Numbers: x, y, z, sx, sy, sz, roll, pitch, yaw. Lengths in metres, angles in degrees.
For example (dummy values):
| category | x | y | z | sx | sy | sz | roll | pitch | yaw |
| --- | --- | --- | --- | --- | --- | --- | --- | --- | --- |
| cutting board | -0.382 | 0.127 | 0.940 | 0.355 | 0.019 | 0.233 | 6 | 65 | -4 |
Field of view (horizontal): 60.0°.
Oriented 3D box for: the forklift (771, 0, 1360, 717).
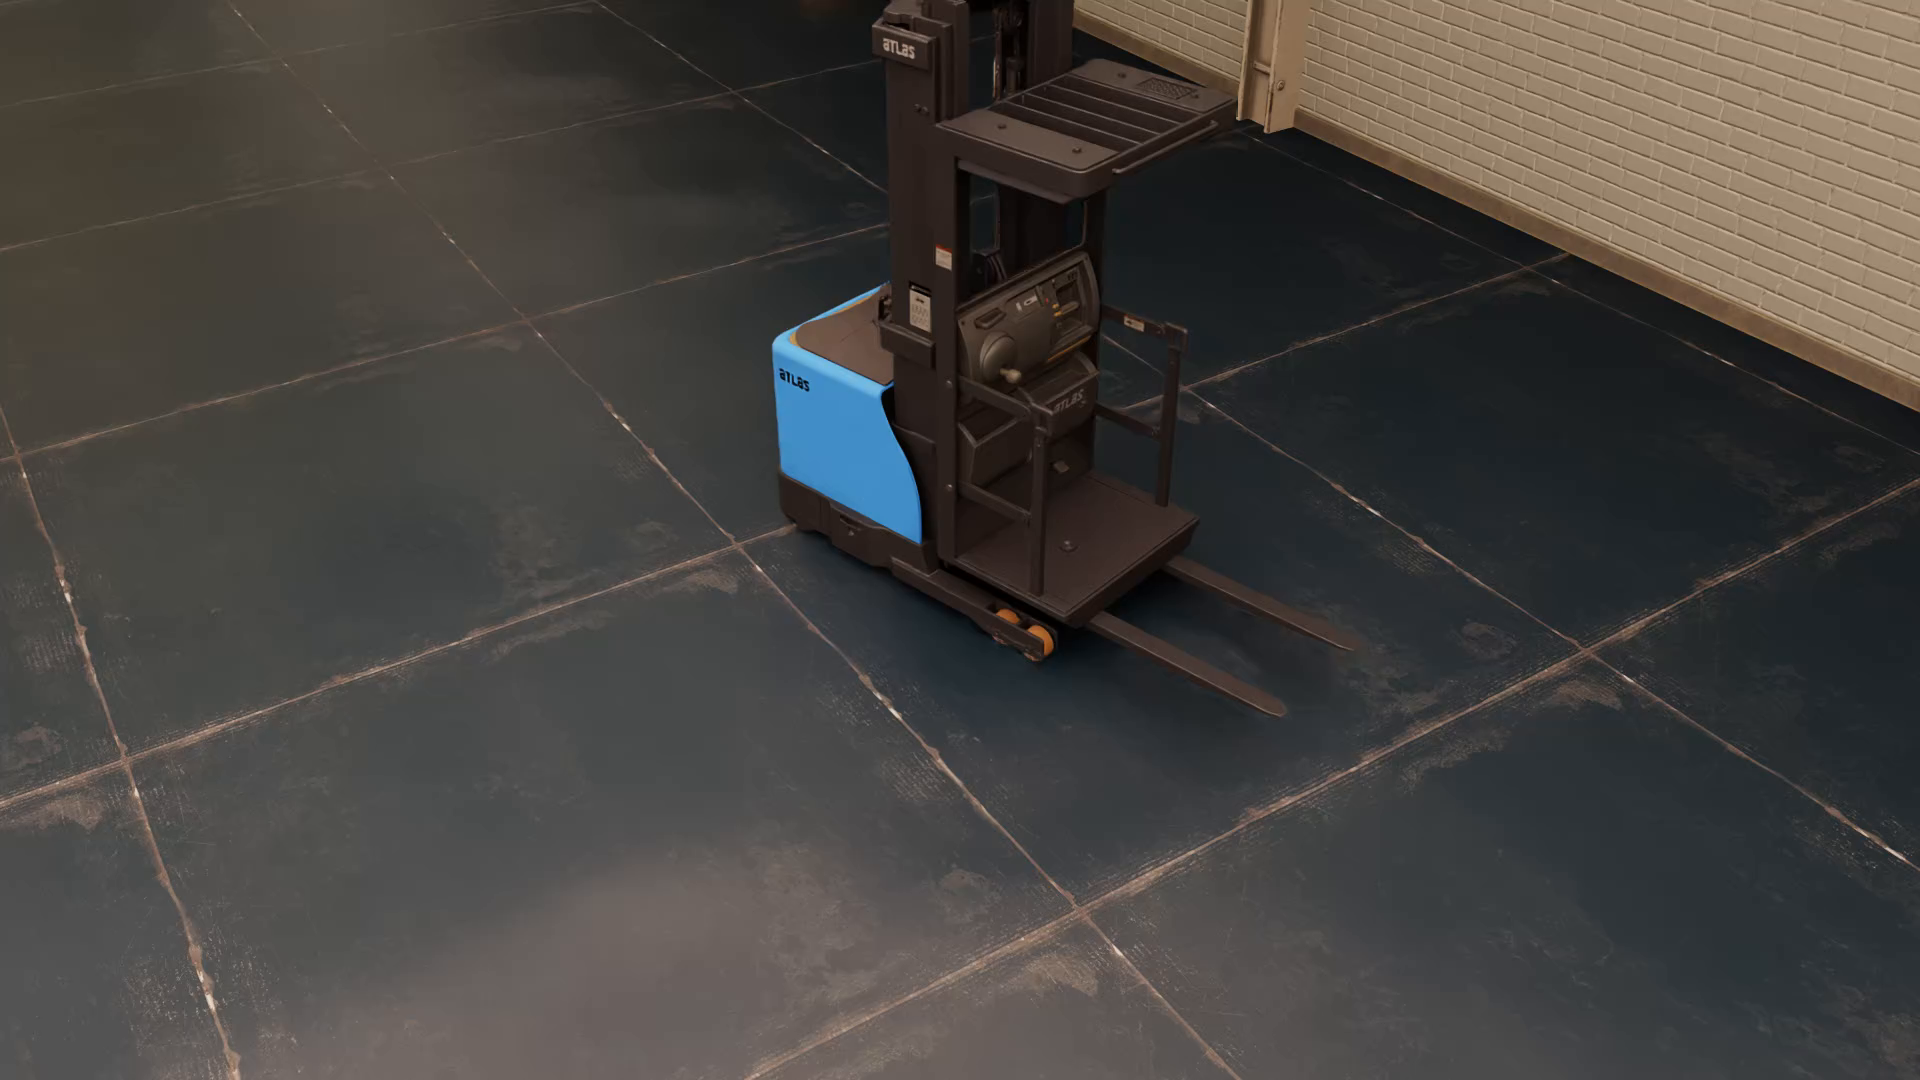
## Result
| category | x | y | z | sx | sy | sz | roll | pitch | yaw |
| --- | --- | --- | --- | --- | --- | --- | --- | --- | --- |
| forklift | 0.482 | -0.969 | 7.527 | 3.031 | 2.935 | 1.130 | 27 | 43 | 33 |

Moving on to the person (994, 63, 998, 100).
| category | x | y | z | sx | sy | sz | roll | pitch | yaw |
| --- | --- | --- | --- | --- | --- | --- | --- | --- | --- |
| person | 0.387 | -2.555 | 10.792 | 0.365 | 1.777 | 0.527 | -2 | 35 | -2 |
